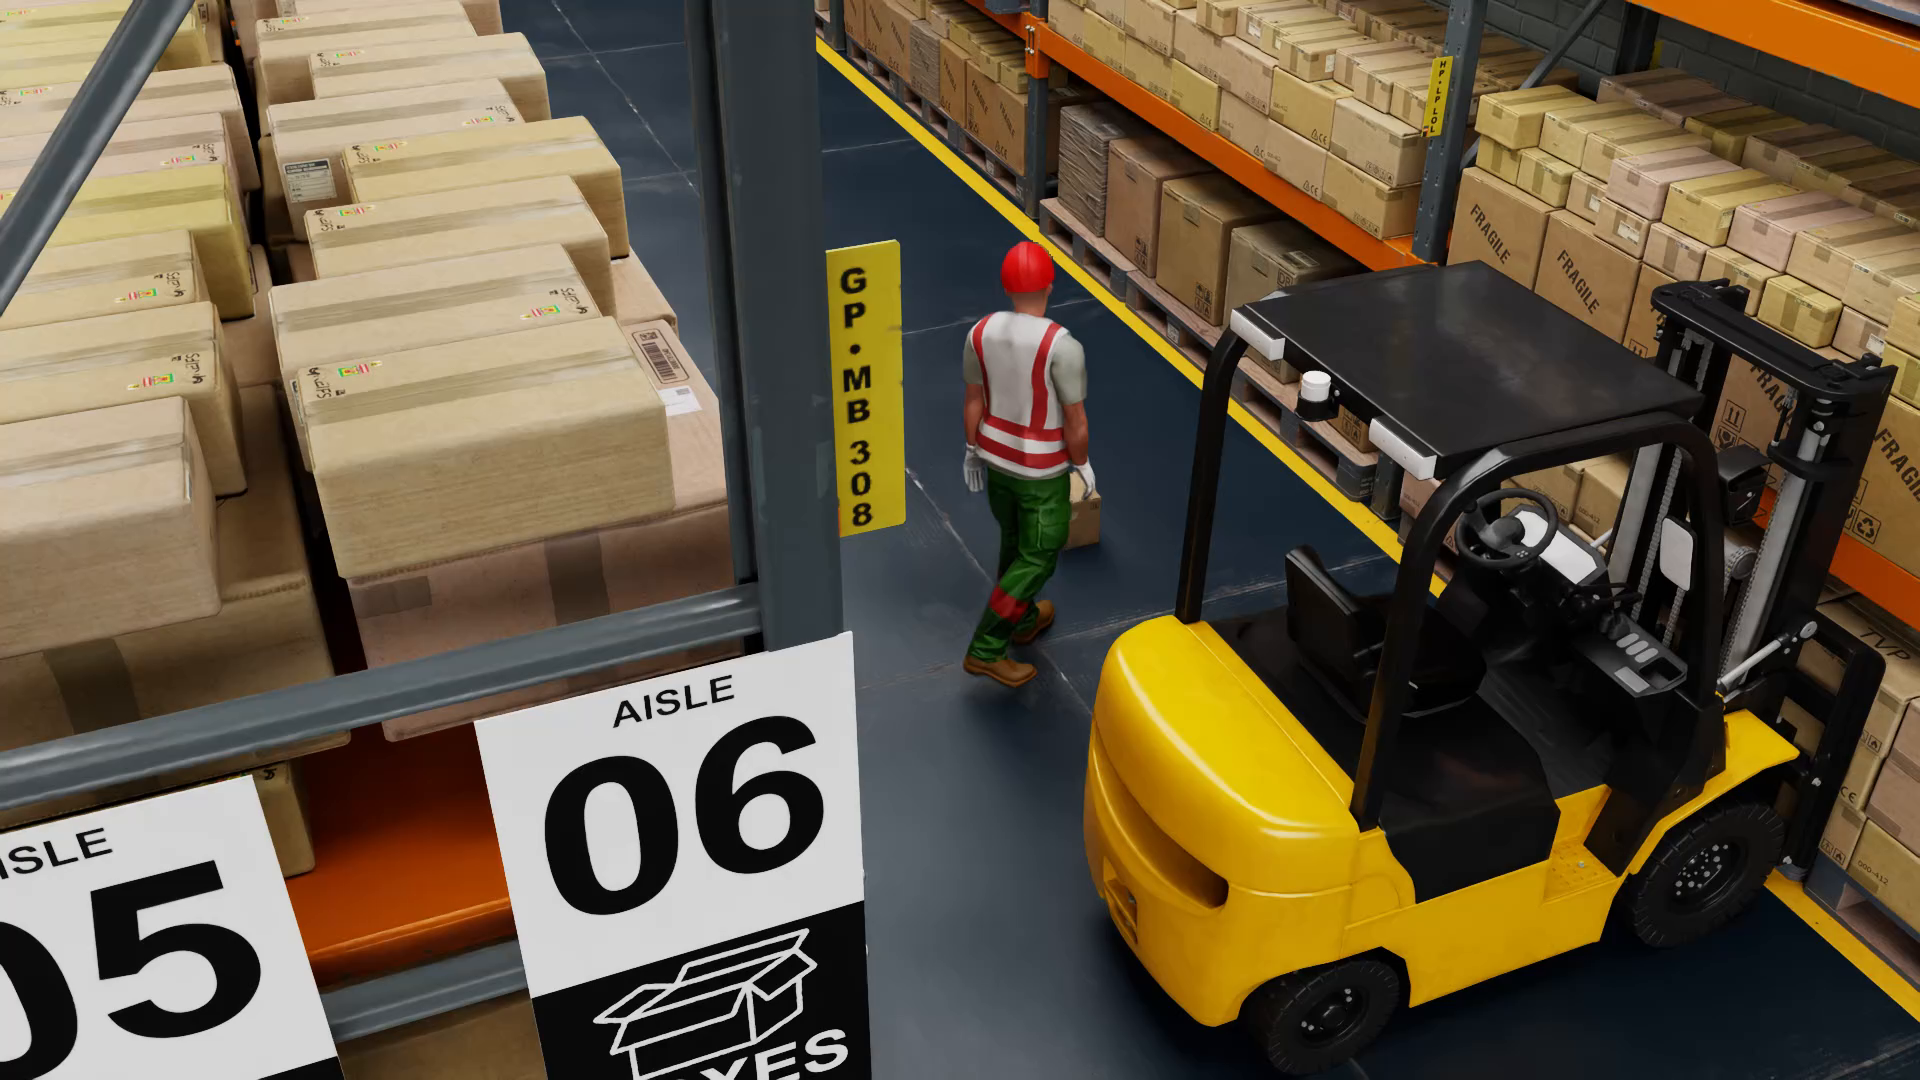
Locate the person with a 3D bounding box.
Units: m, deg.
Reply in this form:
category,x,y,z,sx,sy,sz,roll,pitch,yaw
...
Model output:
category,x,y,z,sx,sy,sz,roll,pitch,yaw
person,0.214,-0.280,6.539,0.548,1.782,0.692,25,41,33
